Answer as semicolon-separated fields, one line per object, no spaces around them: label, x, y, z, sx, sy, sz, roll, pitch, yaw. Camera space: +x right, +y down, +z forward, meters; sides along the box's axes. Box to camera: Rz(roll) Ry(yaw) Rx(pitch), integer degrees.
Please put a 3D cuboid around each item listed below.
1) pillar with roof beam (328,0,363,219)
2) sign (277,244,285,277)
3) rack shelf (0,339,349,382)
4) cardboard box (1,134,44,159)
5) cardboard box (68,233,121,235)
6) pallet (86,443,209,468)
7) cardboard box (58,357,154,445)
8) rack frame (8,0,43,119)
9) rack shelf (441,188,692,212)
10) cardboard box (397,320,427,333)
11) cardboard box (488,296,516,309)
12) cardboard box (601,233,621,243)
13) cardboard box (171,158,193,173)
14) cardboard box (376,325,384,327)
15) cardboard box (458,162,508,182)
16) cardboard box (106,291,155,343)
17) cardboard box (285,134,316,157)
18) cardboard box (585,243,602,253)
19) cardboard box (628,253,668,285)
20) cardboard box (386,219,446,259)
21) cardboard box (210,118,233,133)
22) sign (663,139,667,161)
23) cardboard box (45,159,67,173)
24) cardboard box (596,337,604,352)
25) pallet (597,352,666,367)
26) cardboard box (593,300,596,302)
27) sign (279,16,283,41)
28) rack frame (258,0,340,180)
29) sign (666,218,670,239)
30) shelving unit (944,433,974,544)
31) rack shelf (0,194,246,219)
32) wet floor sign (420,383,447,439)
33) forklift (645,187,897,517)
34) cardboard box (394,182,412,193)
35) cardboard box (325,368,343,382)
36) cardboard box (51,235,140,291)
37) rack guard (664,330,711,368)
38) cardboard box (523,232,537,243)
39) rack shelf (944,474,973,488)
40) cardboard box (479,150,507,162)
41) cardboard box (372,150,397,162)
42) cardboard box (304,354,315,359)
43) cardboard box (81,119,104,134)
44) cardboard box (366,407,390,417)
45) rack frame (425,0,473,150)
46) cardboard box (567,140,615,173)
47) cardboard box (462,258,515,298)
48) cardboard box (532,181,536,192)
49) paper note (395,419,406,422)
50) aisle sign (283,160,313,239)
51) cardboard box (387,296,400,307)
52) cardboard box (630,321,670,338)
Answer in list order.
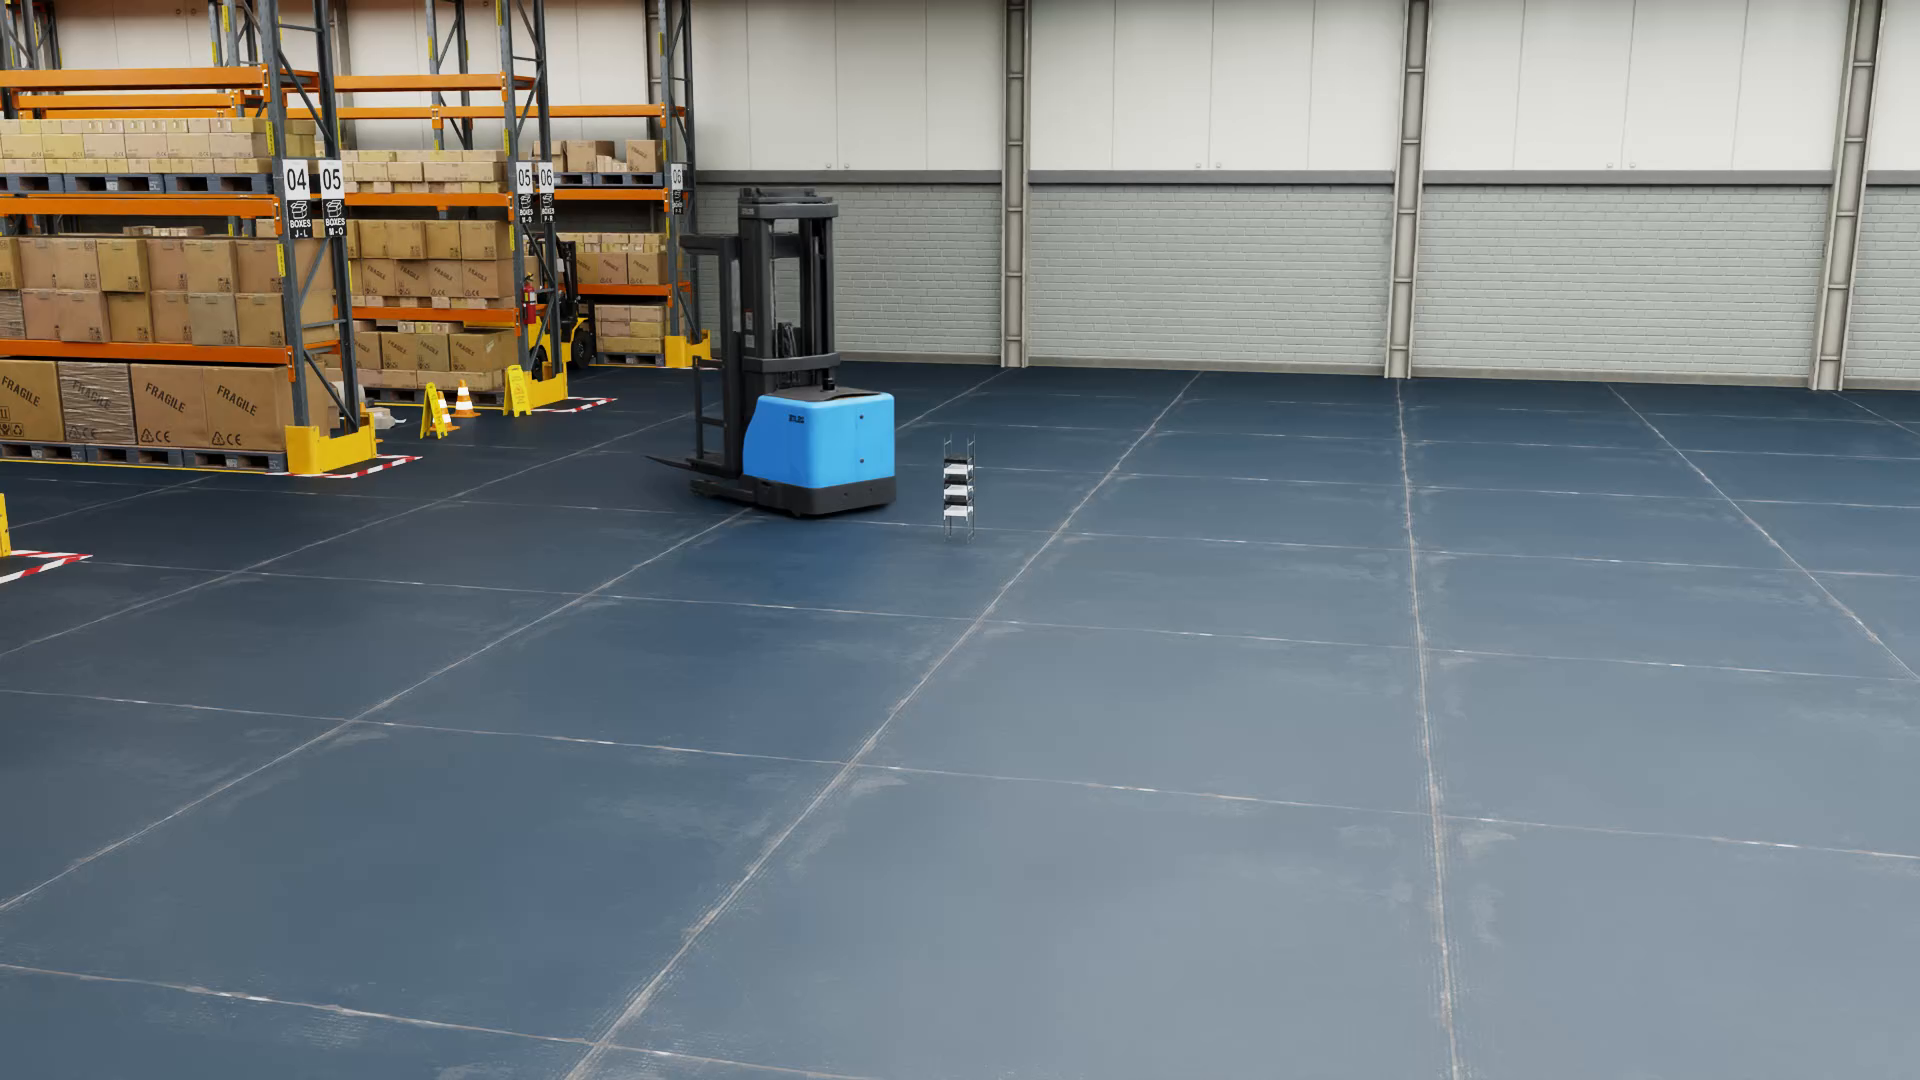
pillar with roof beam;-11.796;-6.925;24.668;0.400;9.000;9.100;3;13;14
sign;-6.896;-2.841;16.895;0.005;0.325;0.100;3;13;14
rack shelf;-8.694;-2.026;18.103;4.000;0.370;1.077;3;13;14
cardboard box;-9.738;-4.161;17.599;0.500;0.250;0.500;3;13;13
cardboard box;-15.211;-5.142;29.282;0.500;0.500;0.700;3;13;14
pallet;-8.729;-1.001;18.259;1.213;0.211;1.003;3;13;14
cardboard box;-9.166;-1.556;18.257;0.875;0.875;0.875;3;13;14
rack frame;-13.432;-6.664;23.494;0.127;3.000;1.000;3;13;14
rack shelf;-6.421;-5.581;27.199;4.000;0.370;1.077;3;13;14
cardboard box;-7.376;-2.885;22.461;0.250;0.149;0.380;4;13;16
cardboard box;-6.079;-3.172;22.184;0.250;0.149;0.380;4;13;15
cardboard box;-5.609;-4.892;26.941;0.250;0.149;0.380;3;13;14
cardboard box;-7.896;-3.855;17.138;0.250;0.149;0.380;3;13;14
cardboard box;-8.415;-2.756;23.378;0.500;0.500;0.500;3;13;15
cardboard box;-6.226;-4.826;21.796;0.500;0.250;0.500;3;13;13
cardboard box;-8.701;-2.455;18.027;0.500;0.550;0.875;3;13;14
cardboard box;-7.160;-4.143;17.516;0.500;0.250;0.500;3;13;13
cardboard box;-5.884;-4.741;26.949;0.250;0.149;0.380;3;13;12
cardboard box;-5.020;-4.383;26.833;0.500;0.500;0.500;3;13;12
cardboard box;-7.223;-4.015;22.181;0.500;0.500;0.700;3;13;13
cardboard box;-7.403;-4.218;16.934;0.250;0.149;0.380;3;13;14
sign;-4.623;-6.109;26.055;0.005;0.325;0.100;3;13;14
cardboard box;-9.376;-3.934;17.495;0.250;0.149;0.380;3;13;13
cardboard box;-5.975;-3.240;27.292;0.500;0.250;0.500;3;13;14
pallet;-5.232;-3.034;27.419;1.213;0.211;1.003;3;13;14
cardboard box;-6.365;-3.861;27.781;0.500;0.250;0.500;3;13;12
sign;-9.400;-7.064;22.959;0.005;0.325;0.100;3;13;14
rack frame;-6.753;-5.203;16.907;0.127;3.000;1.000;3;13;14
sign;-4.623;-4.931;26.316;0.005;0.325;0.100;3;13;14
shelving unit;-0.008;-0.440;14.138;0.210;0.900;0.258;3;13;14
rack shelf;-11.490;-4.745;23.429;4.000;0.370;1.077;3;13;14
wet floor sign;-6.250;-1.539;19.682;0.232;0.644;0.267;1;13;4
forklift;-1.971;-1.893;16.000;1.130;2.935;3.031;-12;17;-42
cardboard box;-7.315;-4.694;22.119;0.250;0.149;0.380;3;13;12
cardboard box;-8.519;-2.277;22.952;0.500;0.250;0.500;4;13;17
cardboard box;-9.233;-2.994;17.966;0.550;0.550;0.875;3;13;14
rack guard;-4.456;-3.142;27.243;0.348;0.500;1.175;3;13;14
cardboard box;-7.115;-4.955;27.225;0.250;0.149;0.380;3;13;13
rack shelf;-0.008;-0.495;14.126;0.200;0.077;0.258;3;13;14
cardboard box;-6.064;-5.006;21.688;0.250;0.149;0.380;3;13;14
cardboard box;-7.561;-5.079;22.015;0.250;0.149;0.380;3;13;15
cardboard box;-9.040;-2.669;22.985;0.500;0.500;0.500;4;13;16
cardboard box;-8.887;-4.297;17.289;0.250;0.149;0.380;3;13;13
cardboard box;-7.421;-1.571;20.973;0.250;0.149;0.380;12;17;43
rack frame;-8.363;-7.500;27.264;0.127;3.000;1.000;3;13;14
cardboard box;-5.938;-6.177;26.793;0.500;0.500;0.700;3;13;14
cardboard box;-6.258;-3.484;22.095;0.500;0.500;0.500;3;13;13
cardboard box;-5.909;-4.747;22.360;0.250;0.149;0.380;3;13;14
paper note;-7.060;-1.501;20.928;0.142;0.019;0.148;-1;13;-6
aisle sign;-6.756;-3.476;16.975;0.004;0.787;0.394;3;13;14
cardboard box;-7.559;-3.255;22.560;0.250;0.149;0.380;3;13;14
cardboard box;-5.027;-3.430;26.994;0.500;0.250;0.500;3;13;13
